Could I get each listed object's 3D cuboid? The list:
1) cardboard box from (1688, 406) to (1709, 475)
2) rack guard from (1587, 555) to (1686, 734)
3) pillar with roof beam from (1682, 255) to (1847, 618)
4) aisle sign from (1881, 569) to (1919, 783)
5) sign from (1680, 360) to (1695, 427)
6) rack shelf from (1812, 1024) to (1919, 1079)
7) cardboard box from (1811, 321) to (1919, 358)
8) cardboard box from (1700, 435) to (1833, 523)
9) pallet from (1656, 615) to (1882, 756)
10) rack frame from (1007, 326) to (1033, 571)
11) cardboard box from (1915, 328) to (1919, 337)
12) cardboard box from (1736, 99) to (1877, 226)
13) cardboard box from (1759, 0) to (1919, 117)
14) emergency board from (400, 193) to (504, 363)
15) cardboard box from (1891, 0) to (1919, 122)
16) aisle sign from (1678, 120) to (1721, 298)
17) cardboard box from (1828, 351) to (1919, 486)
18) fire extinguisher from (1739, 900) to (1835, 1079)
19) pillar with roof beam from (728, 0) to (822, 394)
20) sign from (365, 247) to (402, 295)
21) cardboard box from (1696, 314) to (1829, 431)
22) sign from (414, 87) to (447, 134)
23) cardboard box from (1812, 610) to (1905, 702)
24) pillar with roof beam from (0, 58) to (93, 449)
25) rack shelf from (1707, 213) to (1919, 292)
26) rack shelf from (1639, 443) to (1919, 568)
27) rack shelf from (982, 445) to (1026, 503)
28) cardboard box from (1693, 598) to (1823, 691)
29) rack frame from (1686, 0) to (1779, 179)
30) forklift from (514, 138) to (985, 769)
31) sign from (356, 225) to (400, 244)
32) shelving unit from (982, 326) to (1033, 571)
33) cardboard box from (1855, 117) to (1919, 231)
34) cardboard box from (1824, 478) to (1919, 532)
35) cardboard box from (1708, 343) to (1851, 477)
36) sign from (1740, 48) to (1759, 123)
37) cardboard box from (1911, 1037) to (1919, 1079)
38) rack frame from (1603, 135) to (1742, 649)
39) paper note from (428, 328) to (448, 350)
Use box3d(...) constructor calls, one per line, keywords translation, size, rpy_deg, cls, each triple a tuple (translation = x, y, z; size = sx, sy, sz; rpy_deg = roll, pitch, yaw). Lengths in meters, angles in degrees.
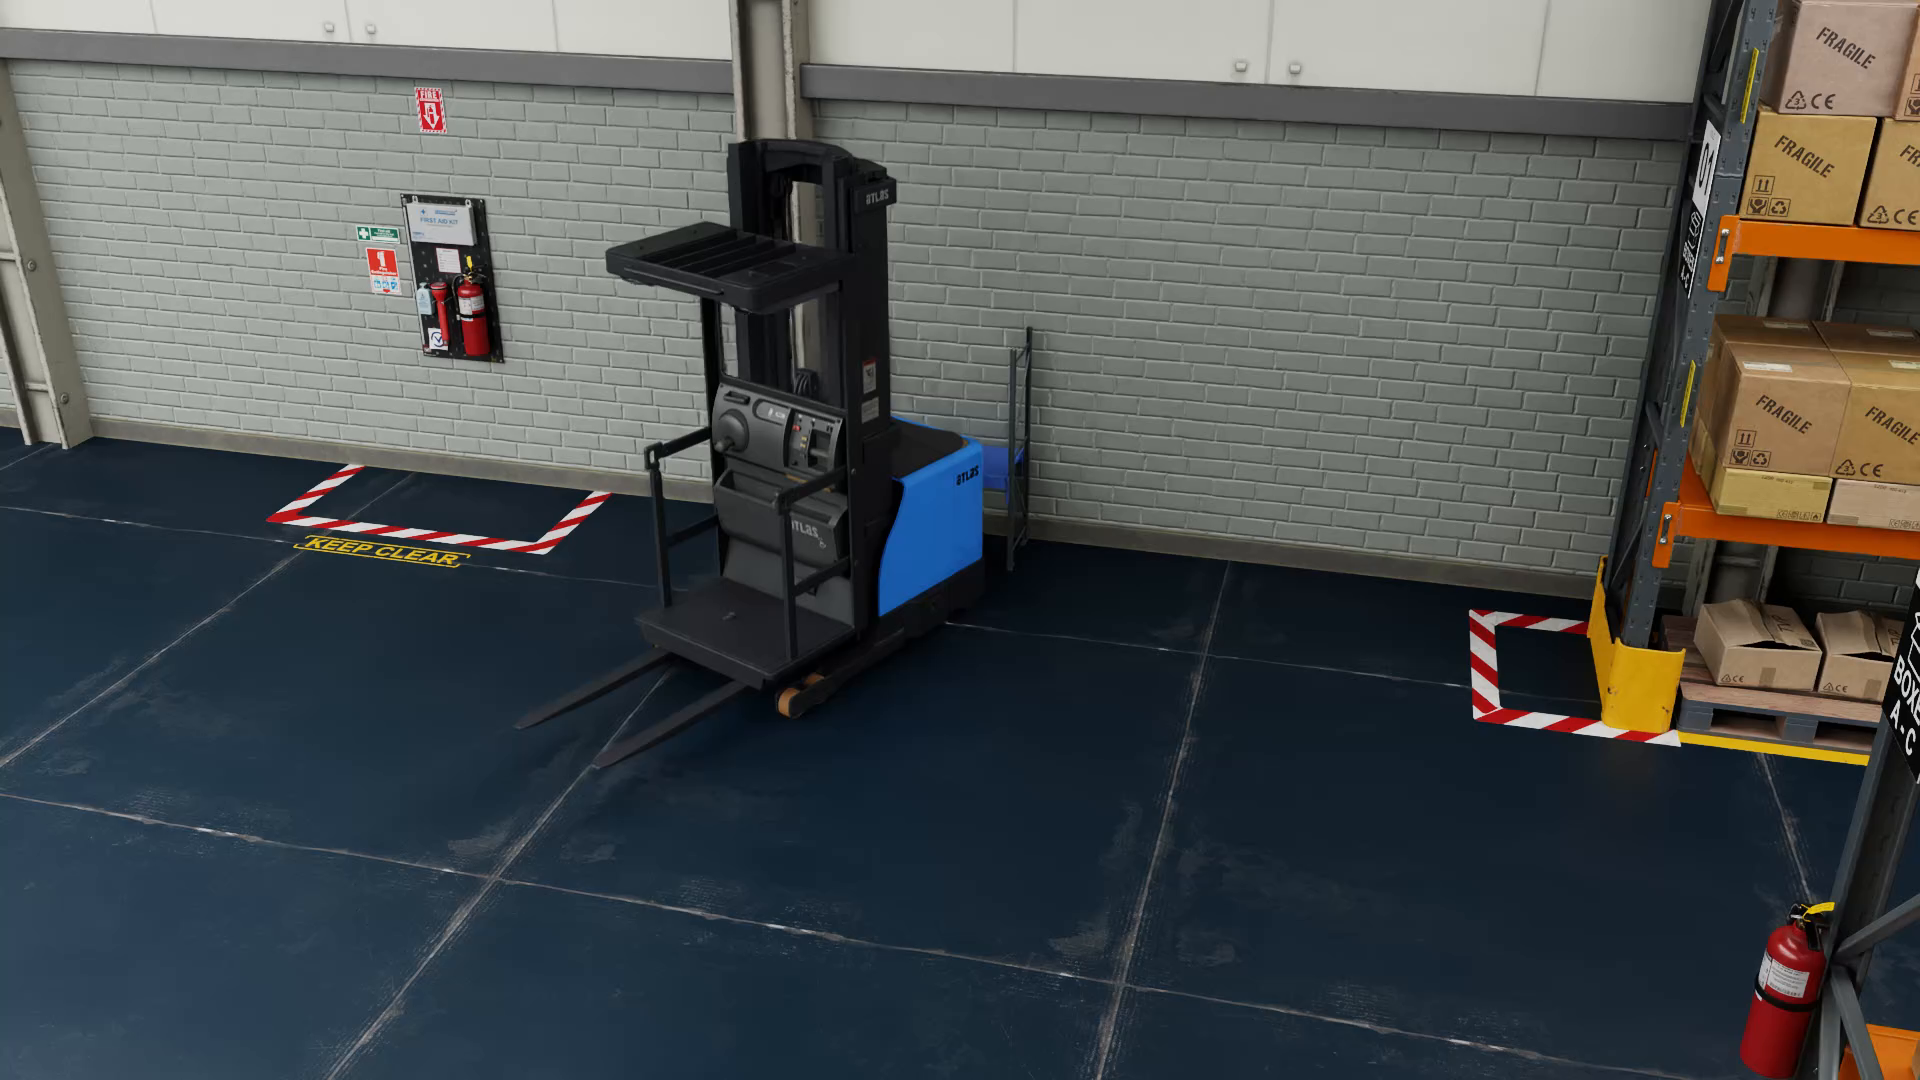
box3d(translation=(4.260, -0.536, 9.038), size=(0.500, 0.250, 0.500), rpy_deg=(7, 26, 14), cls="cardboard box")
box3d(translation=(3.833, 0.573, 9.466), size=(0.348, 0.500, 1.175), rpy_deg=(6, 26, 13), cls="rack guard")
box3d(translation=(3.580, -1.766, 4.490), size=(0.400, 9.000, 9.100), rpy_deg=(6, 26, 13), cls="pillar with roof beam")
box3d(translation=(2.539, 0.195, 4.326), size=(0.004, 0.787, 0.394), rpy_deg=(6, 26, 13), cls="aisle sign")
box3d(translation=(3.624, -0.729, 8.285), size=(0.005, 0.325, 0.100), rpy_deg=(6, 26, 13), cls="sign")
box3d(translation=(4.466, 2.037, 4.318), size=(4.000, 0.370, 1.077), rpy_deg=(6, 26, 13), cls="rack shelf")
box3d(translation=(4.754, -0.824, 8.770), size=(0.500, 0.500, 0.500), rpy_deg=(7, 26, 14), cls="cardboard box")
box3d(translation=(4.153, -0.321, 8.586), size=(0.500, 0.250, 0.500), rpy_deg=(6, 26, 11), cls="cardboard box")
box3d(translation=(4.611, 0.805, 9.314), size=(1.213, 0.211, 1.003), rpy_deg=(6, 26, 13), cls="pallet")
box3d(translation=(0.385, -0.583, 10.727), size=(0.032, 1.500, 0.500), rpy_deg=(7, 26, 13), cls="rack frame")
box3d(translation=(5.256, -0.771, 8.658), size=(0.500, 0.500, 0.500), rpy_deg=(6, 26, 12), cls="cardboard box")
box3d(translation=(4.021, -1.833, 7.981), size=(0.500, 0.500, 0.500), rpy_deg=(7, 26, 14), cls="cardboard box")
box3d(translation=(4.072, -2.282, 7.761), size=(0.500, 0.500, 0.500), rpy_deg=(4, 26, 9), cls="cardboard box")
box3d(translation=(-3.542, -1.772, 11.483), size=(0.643, 1.169, 0.194), rpy_deg=(6, 26, 13), cls="emergency board")
box3d(translation=(4.545, -2.207, 7.604), size=(0.500, 0.500, 0.500), rpy_deg=(6, 26, 12), cls="cardboard box")
box3d(translation=(3.615, -1.621, 8.141), size=(0.004, 0.787, 0.394), rpy_deg=(6, 26, 13), cls="aisle sign")
box3d(translation=(4.623, -0.611, 8.322), size=(0.500, 0.500, 0.500), rpy_deg=(6, 26, 13), cls="cardboard box")
box3d(translation=(2.530, 1.327, 5.062), size=(0.183, 0.674, 0.296), rpy_deg=(6, 26, 13), cls="fire extinguisher")
box3d(translation=(-2.230, -2.408, 5.840), size=(0.400, 9.000, 9.100), rpy_deg=(6, 26, 13), cls="pillar with roof beam")
box3d(translation=(-4.052, -1.890, 11.690), size=(0.234, 0.329, 0.001), rpy_deg=(6, 26, 13), cls="sign")
box3d(translation=(4.269, -0.882, 8.892), size=(0.500, 0.500, 0.500), rpy_deg=(6, 26, 12), cls="cardboard box")
box3d(translation=(-3.525, -2.861, 11.073), size=(0.199, 0.298, 0.001), rpy_deg=(6, 26, 13), cls="sign")
box3d(translation=(4.959, 0.624, 9.066), size=(0.500, 0.311, 0.500), rpy_deg=(9, 27, 17), cls="cardboard box")
box3d(translation=(-8.041, -3.051, 7.189), size=(0.400, 9.000, 9.100), rpy_deg=(6, 26, 13), cls="pillar with roof beam")
box3d(translation=(5.696, -1.380, 8.006), size=(4.000, 0.370, 1.077), rpy_deg=(6, 26, 13), cls="rack shelf")
box3d(translation=(5.696, -0.025, 8.650), size=(4.000, 0.370, 1.077), rpy_deg=(6, 26, 13), cls="rack shelf")
box3d(translation=(-0.107, -0.477, 10.922), size=(1.000, 0.185, 0.538), rpy_deg=(7, 26, 13), cls="rack shelf")
box3d(translation=(4.407, 0.563, 9.195), size=(0.500, 0.311, 0.500), rpy_deg=(3, 26, 7), cls="cardboard box")
box3d(translation=(3.759, -3.273, 7.656), size=(0.127, 3.000, 1.000), rpy_deg=(6, 26, 13), cls="rack frame")
box3d(translation=(-1.144, -0.578, 9.055), size=(1.130, 2.935, 3.031), rpy_deg=(18, 31, 34), cls="forklift")
box3d(translation=(-4.050, -2.125, 11.567), size=(0.331, 0.109, 0.001), rpy_deg=(6, 26, 13), cls="sign")
box3d(translation=(-0.107, -0.640, 10.846), size=(1.048, 1.500, 0.538), rpy_deg=(7, 26, 13), cls="shelving unit")
box3d(translation=(4.532, -1.760, 7.829), size=(0.500, 0.500, 0.500), rpy_deg=(8, 27, 16), cls="cardboard box")
box3d(translation=(4.659, -0.271, 8.482), size=(0.500, 0.250, 0.500), rpy_deg=(5, 26, 11), cls="cardboard box")
box3d(translation=(4.147, -0.668, 8.442), size=(0.500, 0.500, 0.500), rpy_deg=(6, 26, 13), cls="cardboard box")
box3d(translation=(3.624, -2.087, 7.638), size=(0.005, 0.325, 0.100), rpy_deg=(6, 26, 13), cls="sign")
box3d(translation=(2.978, 1.509, 4.475), size=(0.500, 0.500, 0.700), rpy_deg=(6, 26, 13), cls="cardboard box")
box3d(translation=(3.759, -0.564, 8.946), size=(0.127, 3.000, 1.000), rpy_deg=(6, 26, 13), cls="rack frame")
box3d(translation=(-3.696, -1.422, 11.772), size=(0.142, 0.148, 0.016), rpy_deg=(6, 26, 13), cls="paper note")
